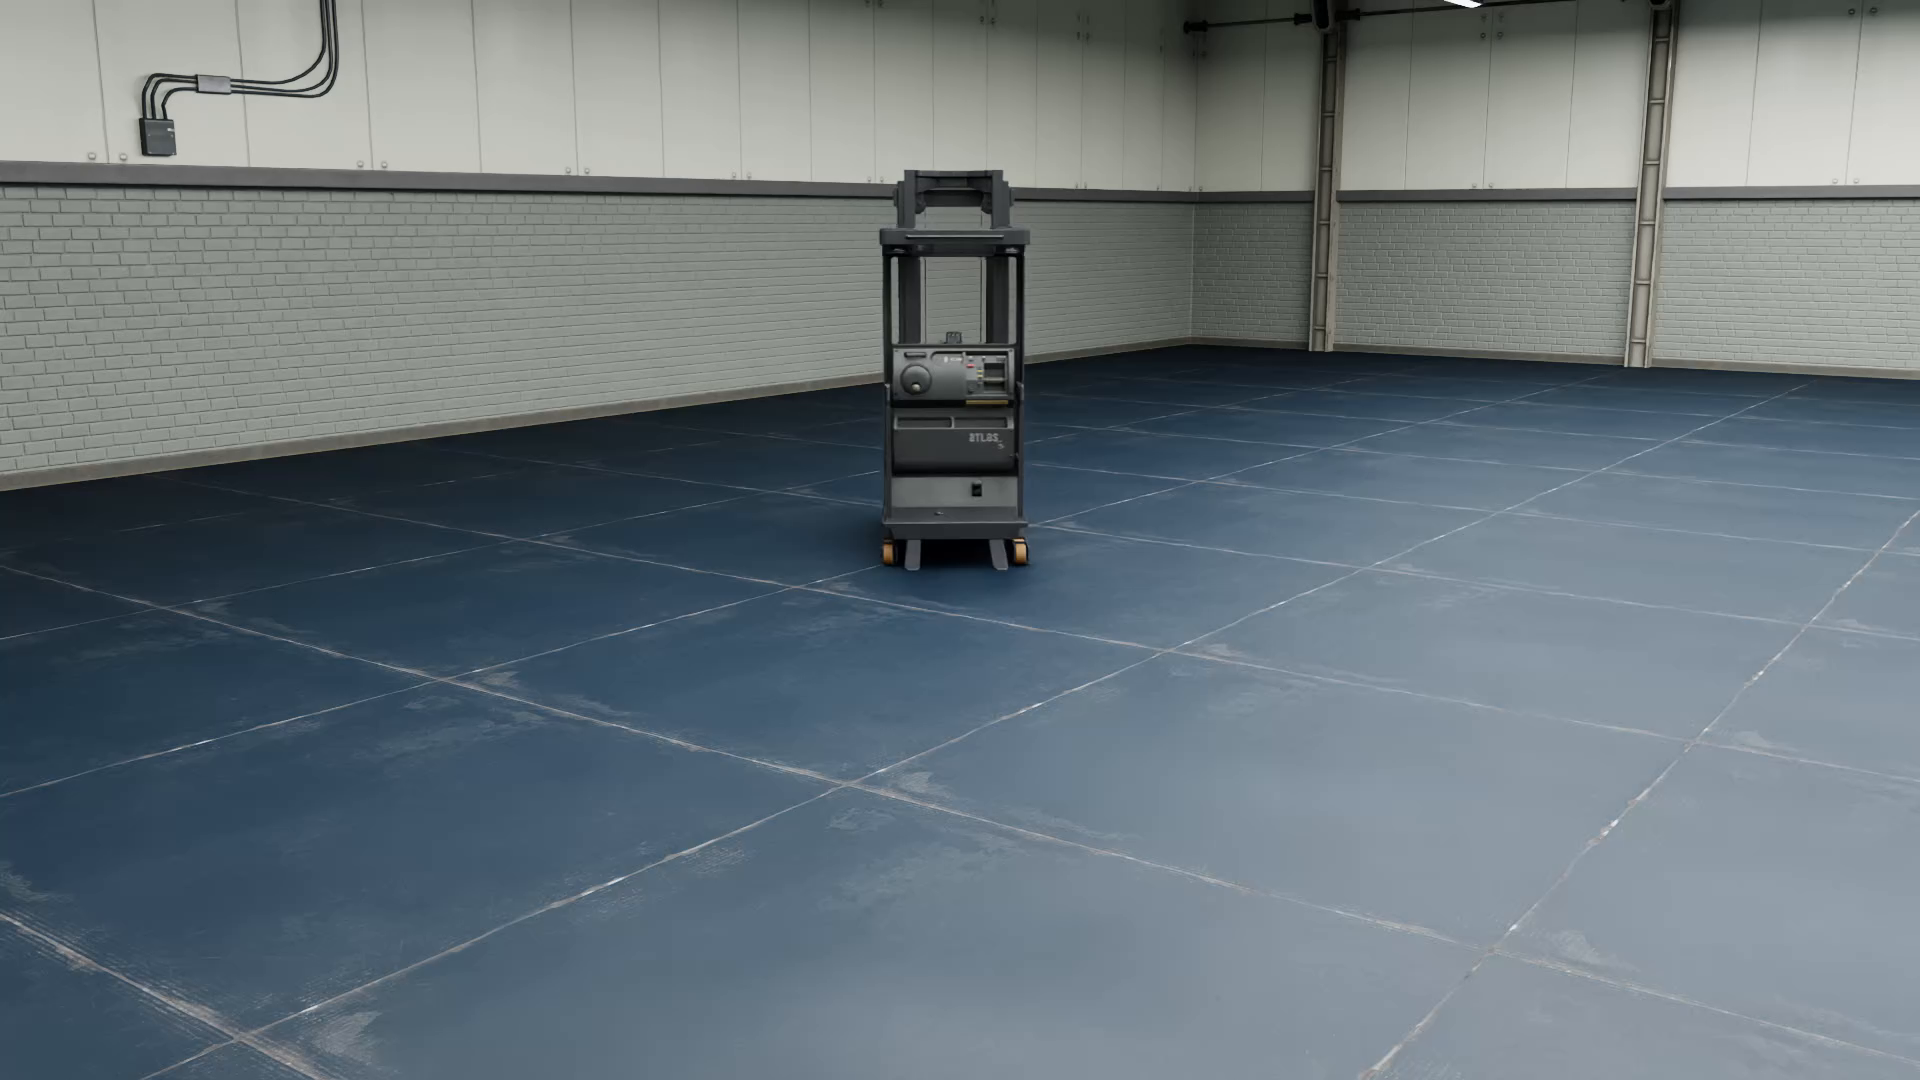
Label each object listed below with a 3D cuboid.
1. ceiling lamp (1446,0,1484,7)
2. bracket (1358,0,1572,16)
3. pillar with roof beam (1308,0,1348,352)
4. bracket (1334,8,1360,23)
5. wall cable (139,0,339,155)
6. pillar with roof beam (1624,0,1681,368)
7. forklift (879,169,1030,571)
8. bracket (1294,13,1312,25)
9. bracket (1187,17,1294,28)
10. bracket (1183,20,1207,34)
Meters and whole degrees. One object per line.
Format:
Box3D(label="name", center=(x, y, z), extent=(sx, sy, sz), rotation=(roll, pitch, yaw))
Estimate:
Box3D(label="ceiling lamp", center=(7.308, -9.826, 25.261), extent=(0.800, 3.185, 2.000), rotation=(8, 13, 36))
Box3D(label="bracket", center=(9.331, -9.531, 29.625), extent=(4.783, 0.066, 0.076), rotation=(8, 13, 36))
Box3D(label="pillar with roof beam", center=(4.582, -7.495, 28.580), extent=(0.548, 9.000, 9.100), rotation=(8, 13, 36))
Box3D(label="bracket", center=(7.254, -9.820, 31.122), extent=(0.430, 0.232, 0.235), rotation=(8, 13, 36))
Box3D(label="wall cable", center=(-7.475, -6.987, 16.998), extent=(0.169, 6.003, 2.305), rotation=(8, 13, 36))
Box3D(label="pillar with roof beam", center=(9.418, -6.820, 25.093), extent=(0.548, 9.000, 9.100), rotation=(8, 13, 36))
Box3D(label="forklift", center=(-0.043, -1.305, 12.559), extent=(1.130, 2.935, 3.031), rotation=(0, 11, -1))
Box3D(label="bracket", center=(6.585, -9.914, 31.605), extent=(0.430, 0.232, 0.235), rotation=(8, 13, 36))
Box3D(label="bracket", center=(5.151, -10.114, 32.639), extent=(3.189, 0.066, 0.076), rotation=(8, 13, 36))
Box3D(label="bracket", center=(4.675, -10.180, 32.982), extent=(0.430, 0.232, 0.235), rotation=(8, 13, 36))
